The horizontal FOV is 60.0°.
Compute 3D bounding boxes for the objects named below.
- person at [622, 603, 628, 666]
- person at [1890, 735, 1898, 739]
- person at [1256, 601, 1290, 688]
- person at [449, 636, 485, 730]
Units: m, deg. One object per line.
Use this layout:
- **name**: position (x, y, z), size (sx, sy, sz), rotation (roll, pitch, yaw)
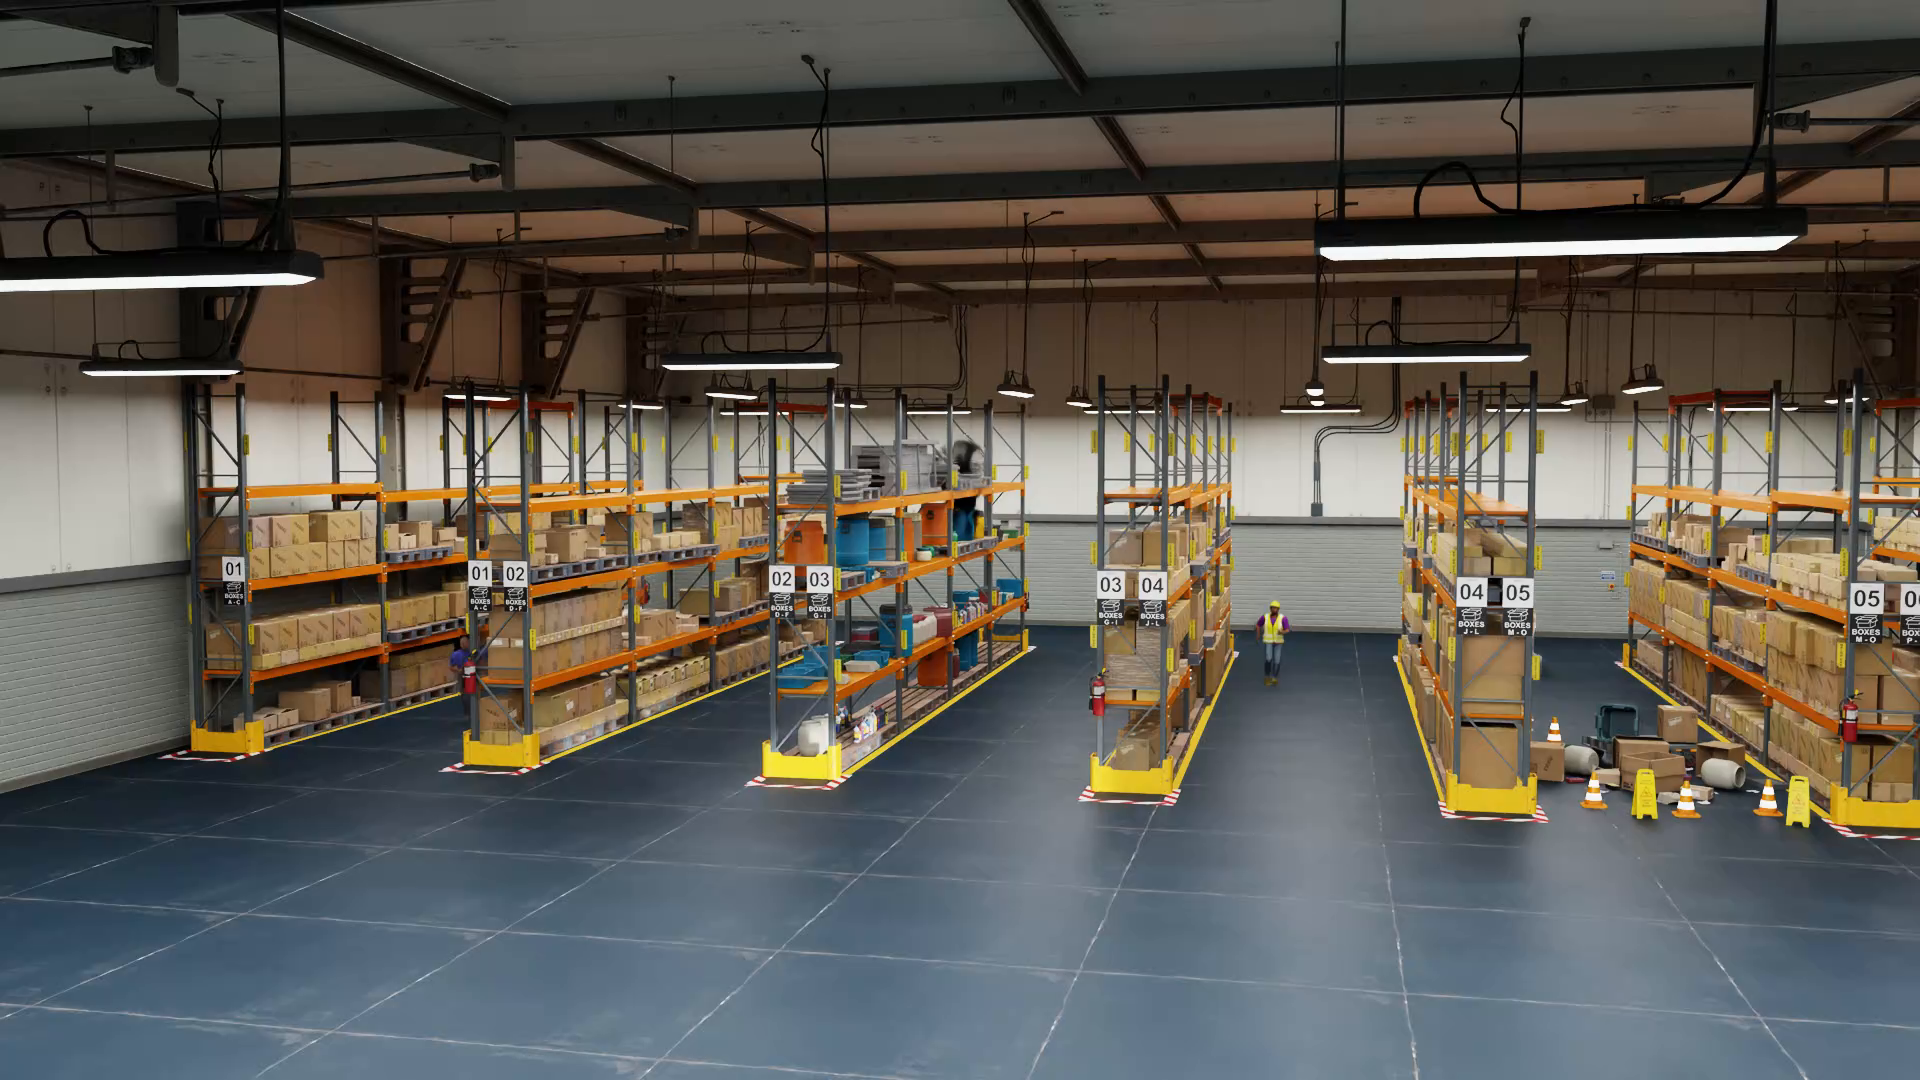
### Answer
- **person**: position (-7.275, 2.143, 36.305), size (0.729, 1.588, 0.958), rotation (-1, 3, -10)
- **person**: position (14.723, 2.618, 26.610), size (0.666, 1.740, 0.749), rotation (0, 3, 3)
- **person**: position (6.483, 2.157, 34.408), size (0.666, 1.786, 0.727), rotation (0, 3, 5)
- **person**: position (-8.752, 2.508, 29.557), size (0.567, 1.636, 0.956), rotation (-1, 3, -9)
